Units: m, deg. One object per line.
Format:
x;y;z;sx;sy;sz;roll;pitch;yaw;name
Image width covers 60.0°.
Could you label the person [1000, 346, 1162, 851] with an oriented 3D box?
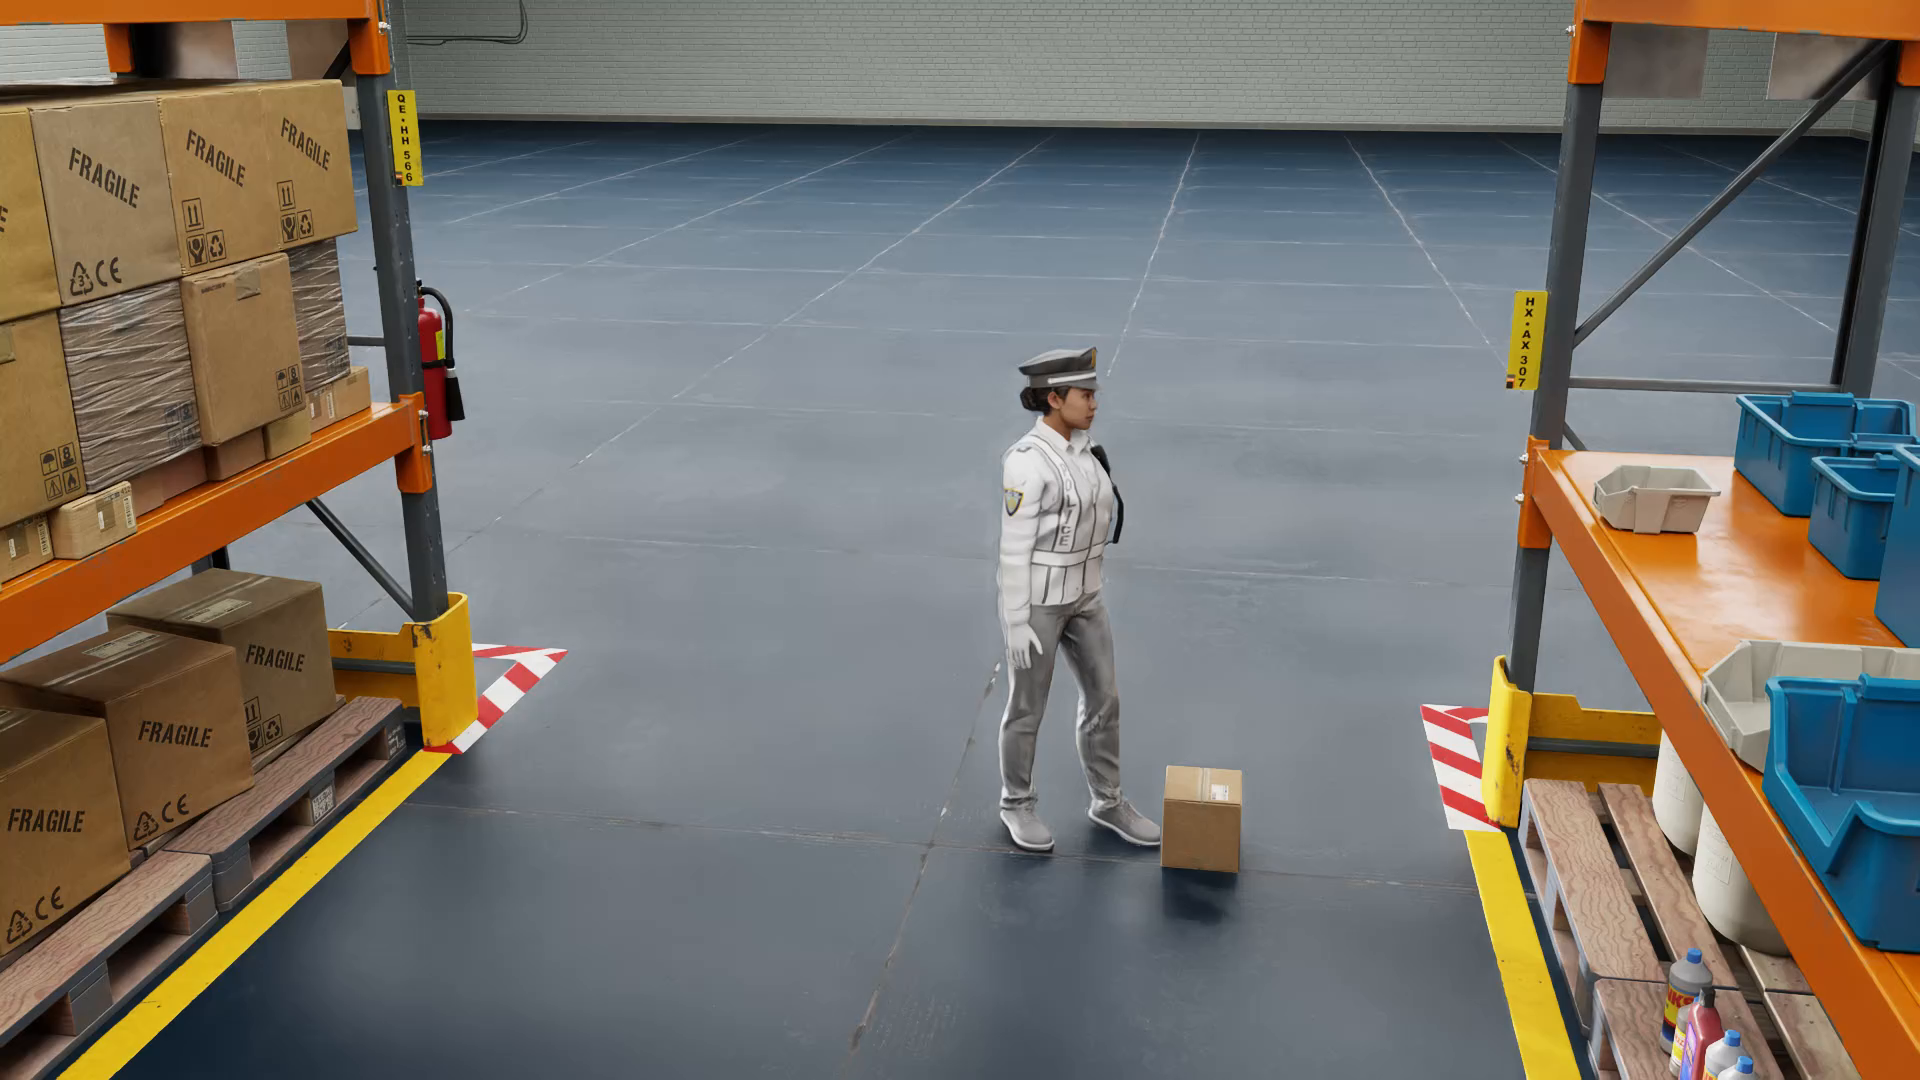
0.361;0.219;5.339;0.522;1.685;0.526;14;23;37;person
